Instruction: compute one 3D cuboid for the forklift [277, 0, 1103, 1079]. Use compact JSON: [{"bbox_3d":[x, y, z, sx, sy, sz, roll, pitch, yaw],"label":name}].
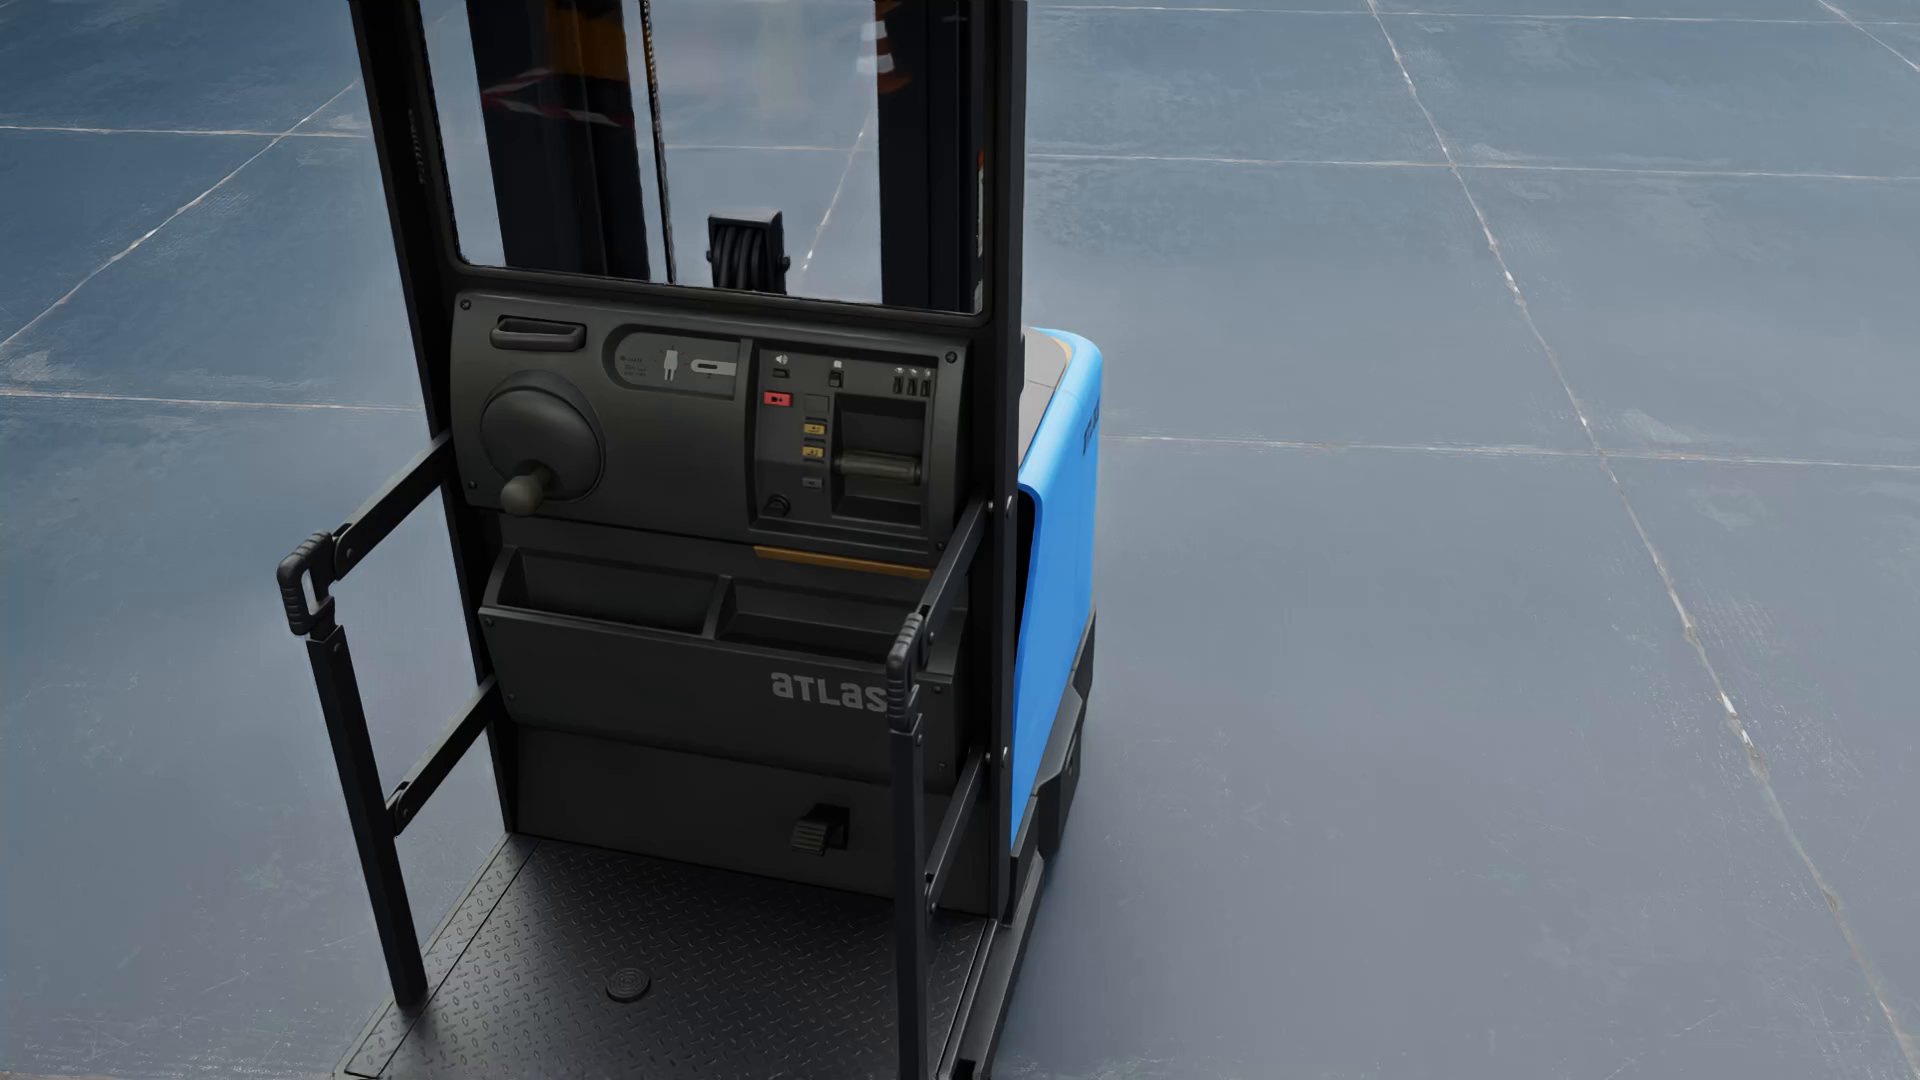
[{"bbox_3d":[-0.497,-0.147,2.695,1.130,2.935,3.031,7,32,12],"label":"forklift"}]
